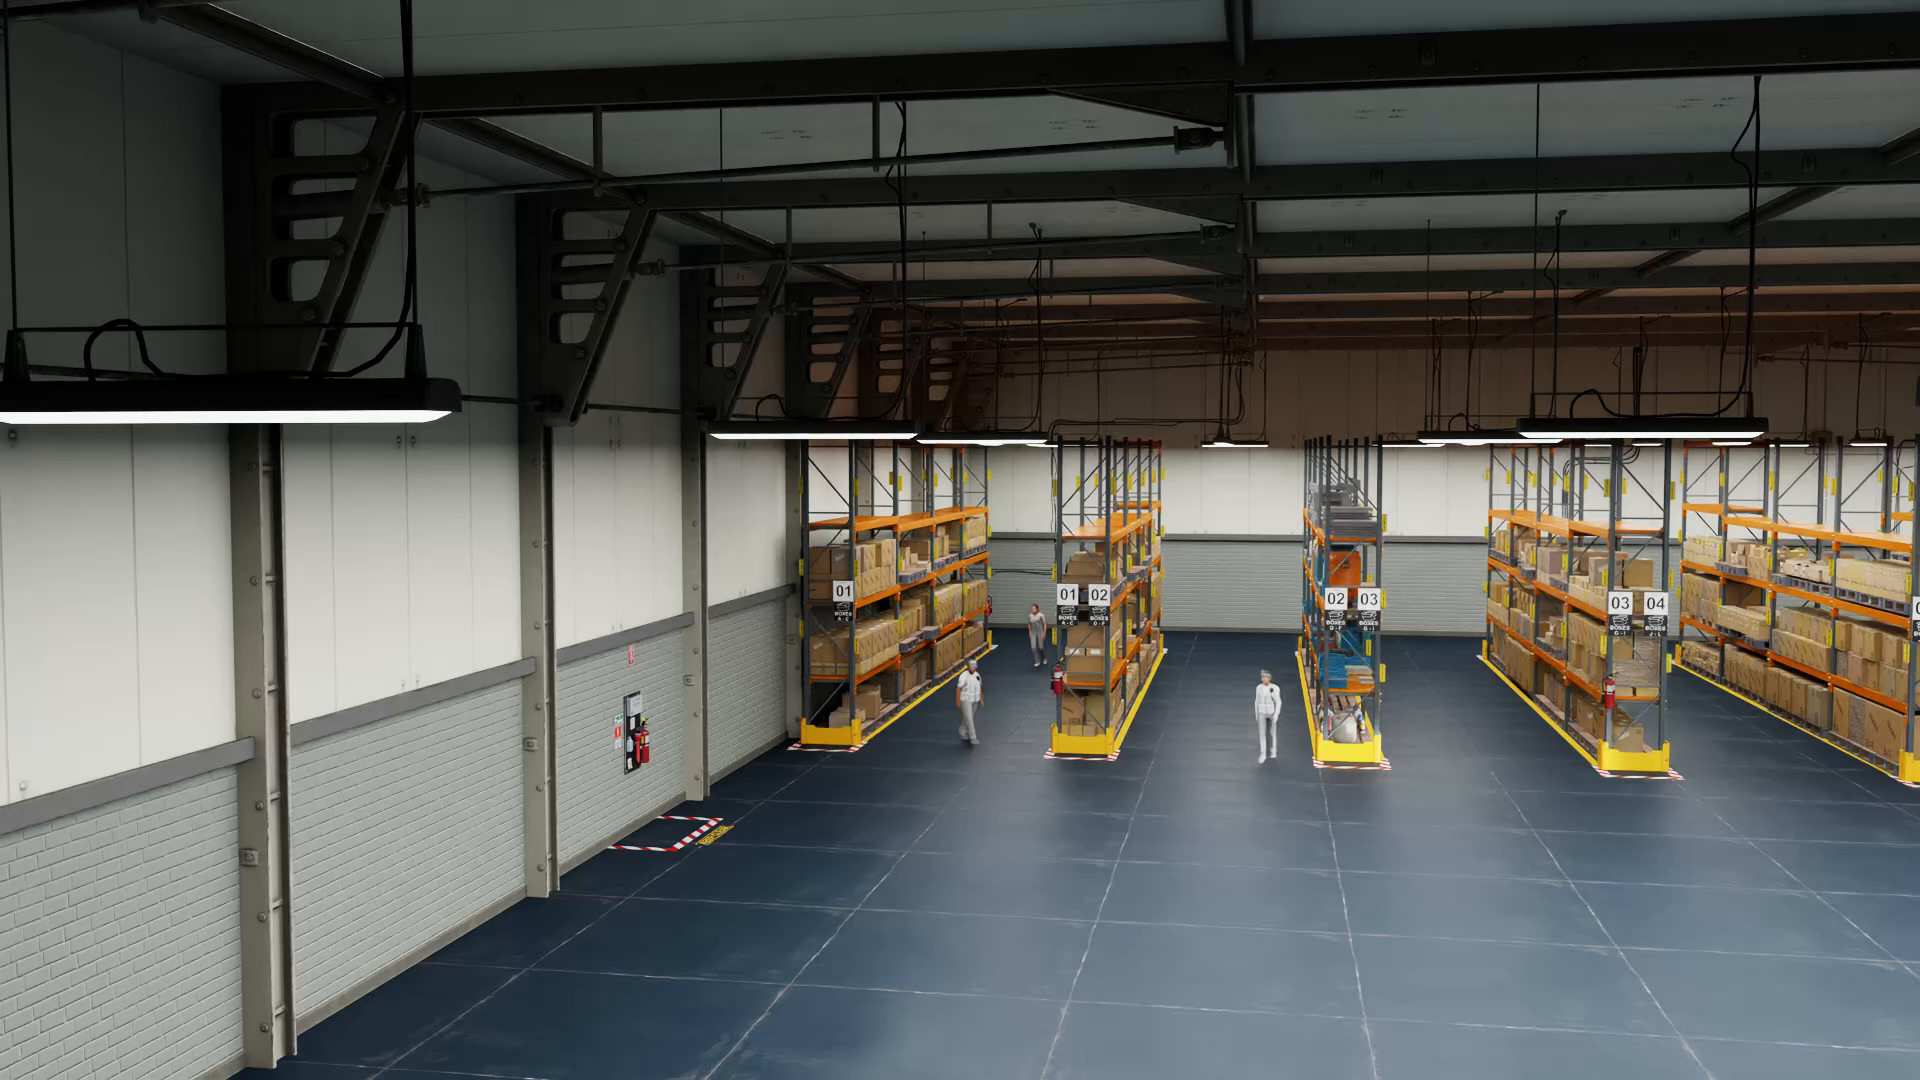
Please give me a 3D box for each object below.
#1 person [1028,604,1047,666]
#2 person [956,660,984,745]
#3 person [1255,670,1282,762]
[{"bbox_3d":[2.068,2.512,44.220,0.516,1.654,0.482,1,3,20],"label":"person"},{"bbox_3d":[0.212,3.138,32.435,0.532,1.608,0.987,-3,4,-40],"label":"person"},{"bbox_3d":[5.655,3.221,30.610,0.516,1.647,0.867,1,3,20],"label":"person"}]
